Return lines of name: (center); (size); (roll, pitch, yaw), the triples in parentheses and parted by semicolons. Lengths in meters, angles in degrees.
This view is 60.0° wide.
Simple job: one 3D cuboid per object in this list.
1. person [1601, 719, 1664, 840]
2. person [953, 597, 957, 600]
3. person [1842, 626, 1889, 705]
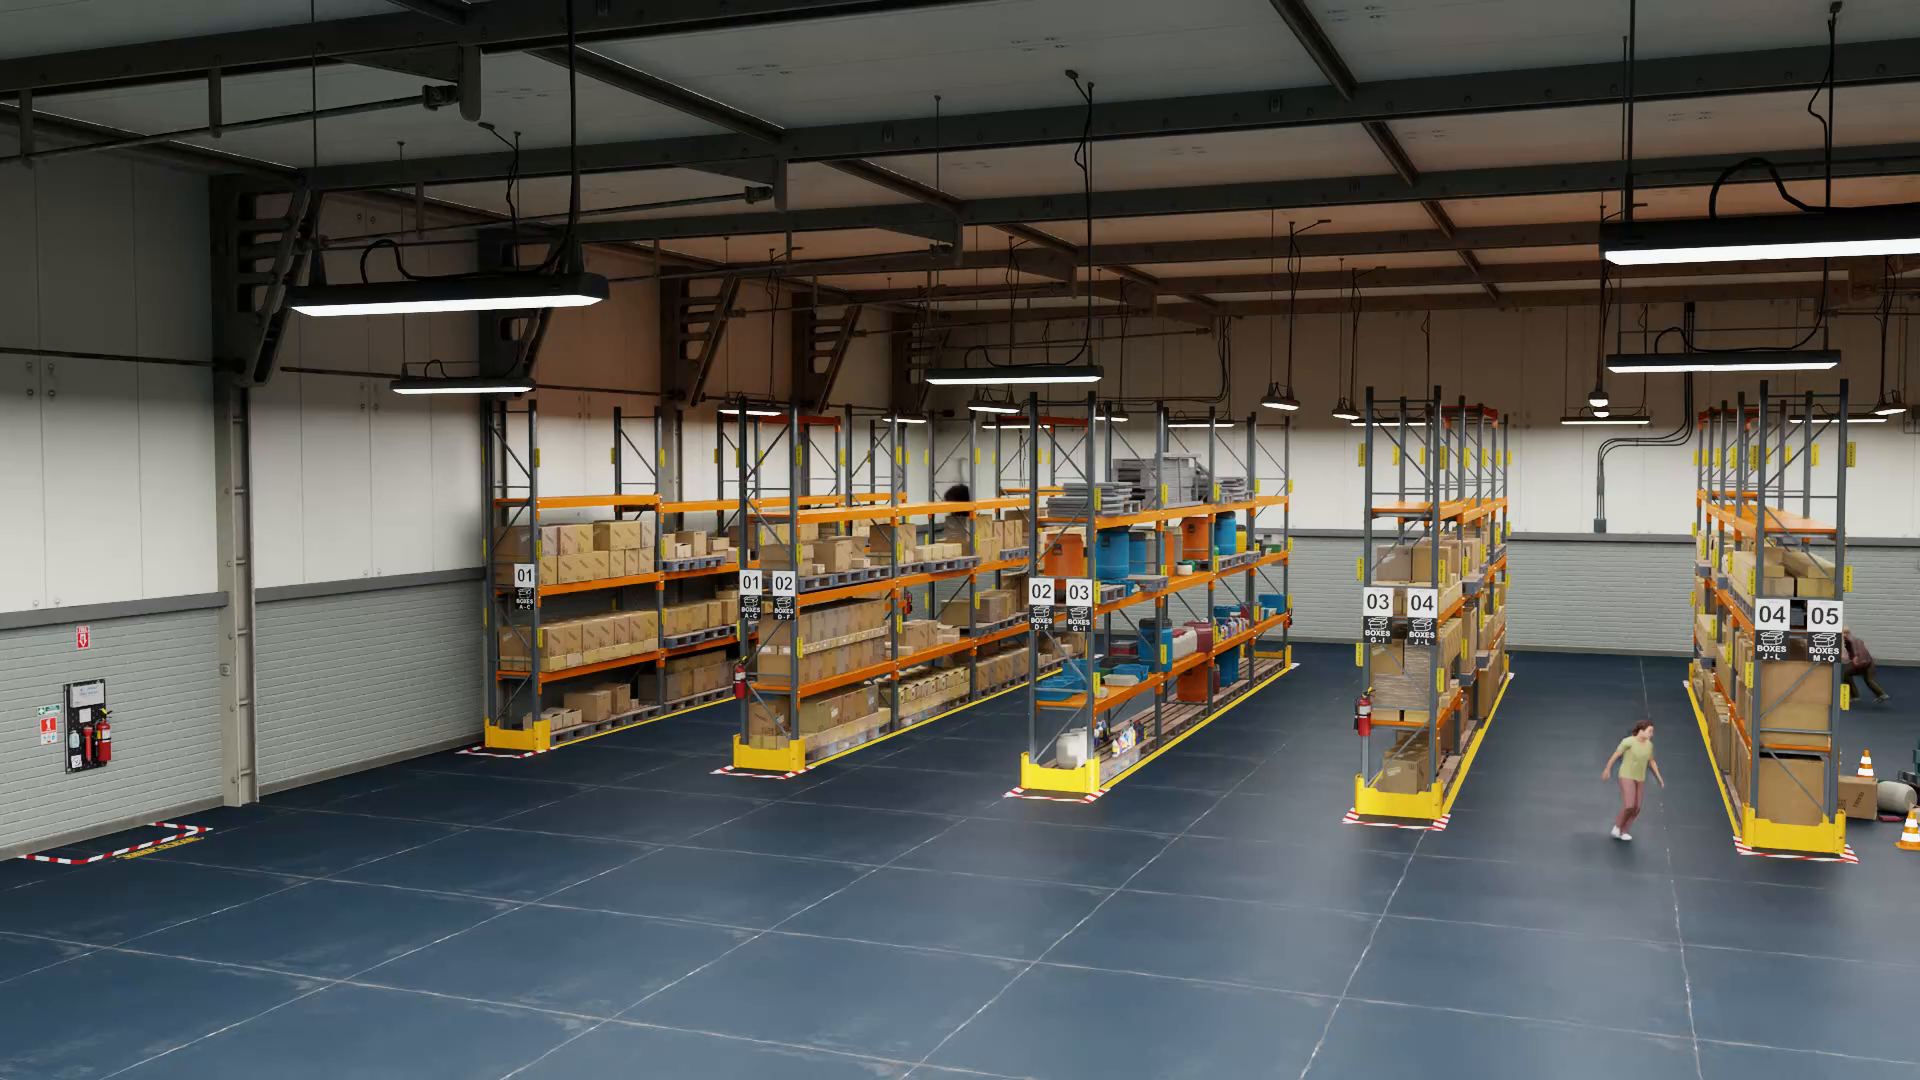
person: (8.763, 3.119, 21.654); (0.596, 1.617, 0.578); (-1, 3, -18)
person: (-0.074, 2.197, 40.651); (0.589, 1.633, 0.953); (1, 3, 14)
person: (18.411, 2.574, 33.802); (0.694, 1.560, 1.188); (-1, 3, -25)
